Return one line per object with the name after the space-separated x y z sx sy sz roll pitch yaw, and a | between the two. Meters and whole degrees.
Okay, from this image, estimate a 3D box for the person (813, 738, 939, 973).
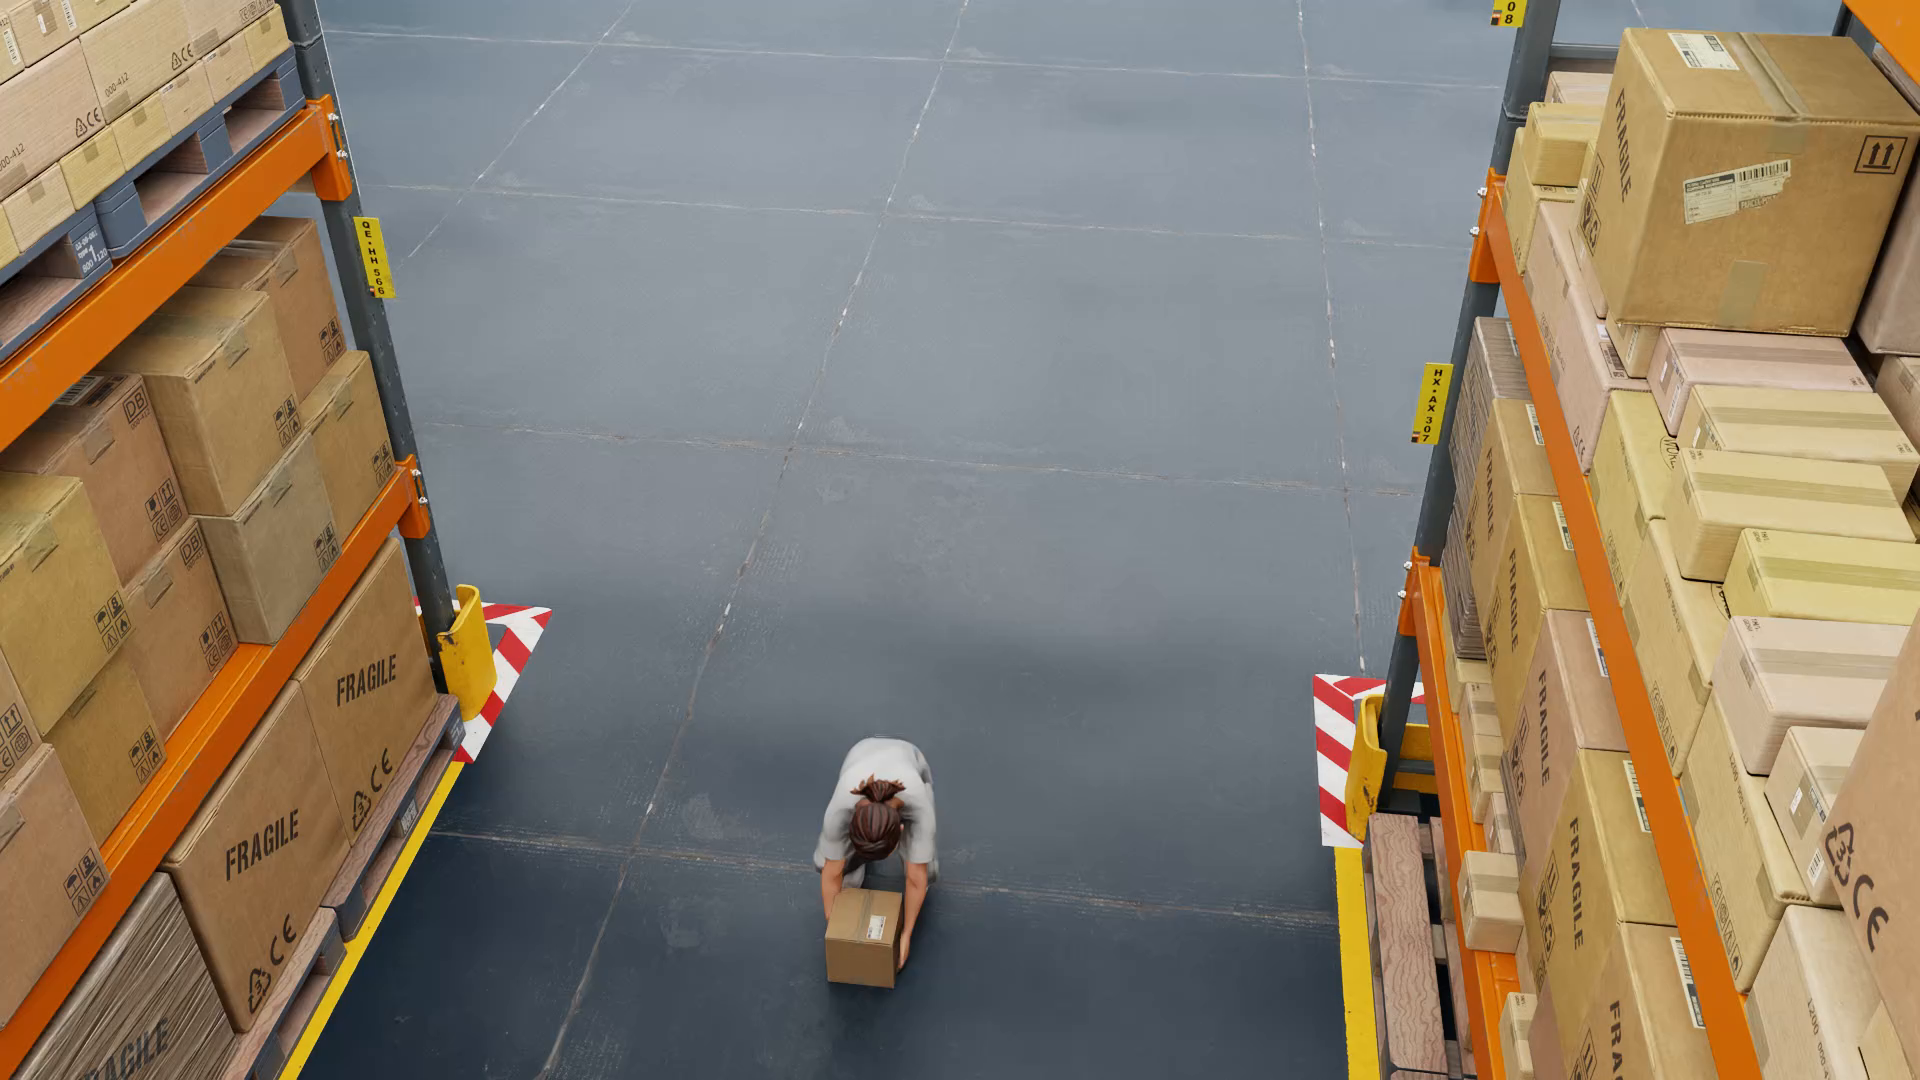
-0.303 1.094 6.317 0.479 0.808 0.807 4 36 6 | person
